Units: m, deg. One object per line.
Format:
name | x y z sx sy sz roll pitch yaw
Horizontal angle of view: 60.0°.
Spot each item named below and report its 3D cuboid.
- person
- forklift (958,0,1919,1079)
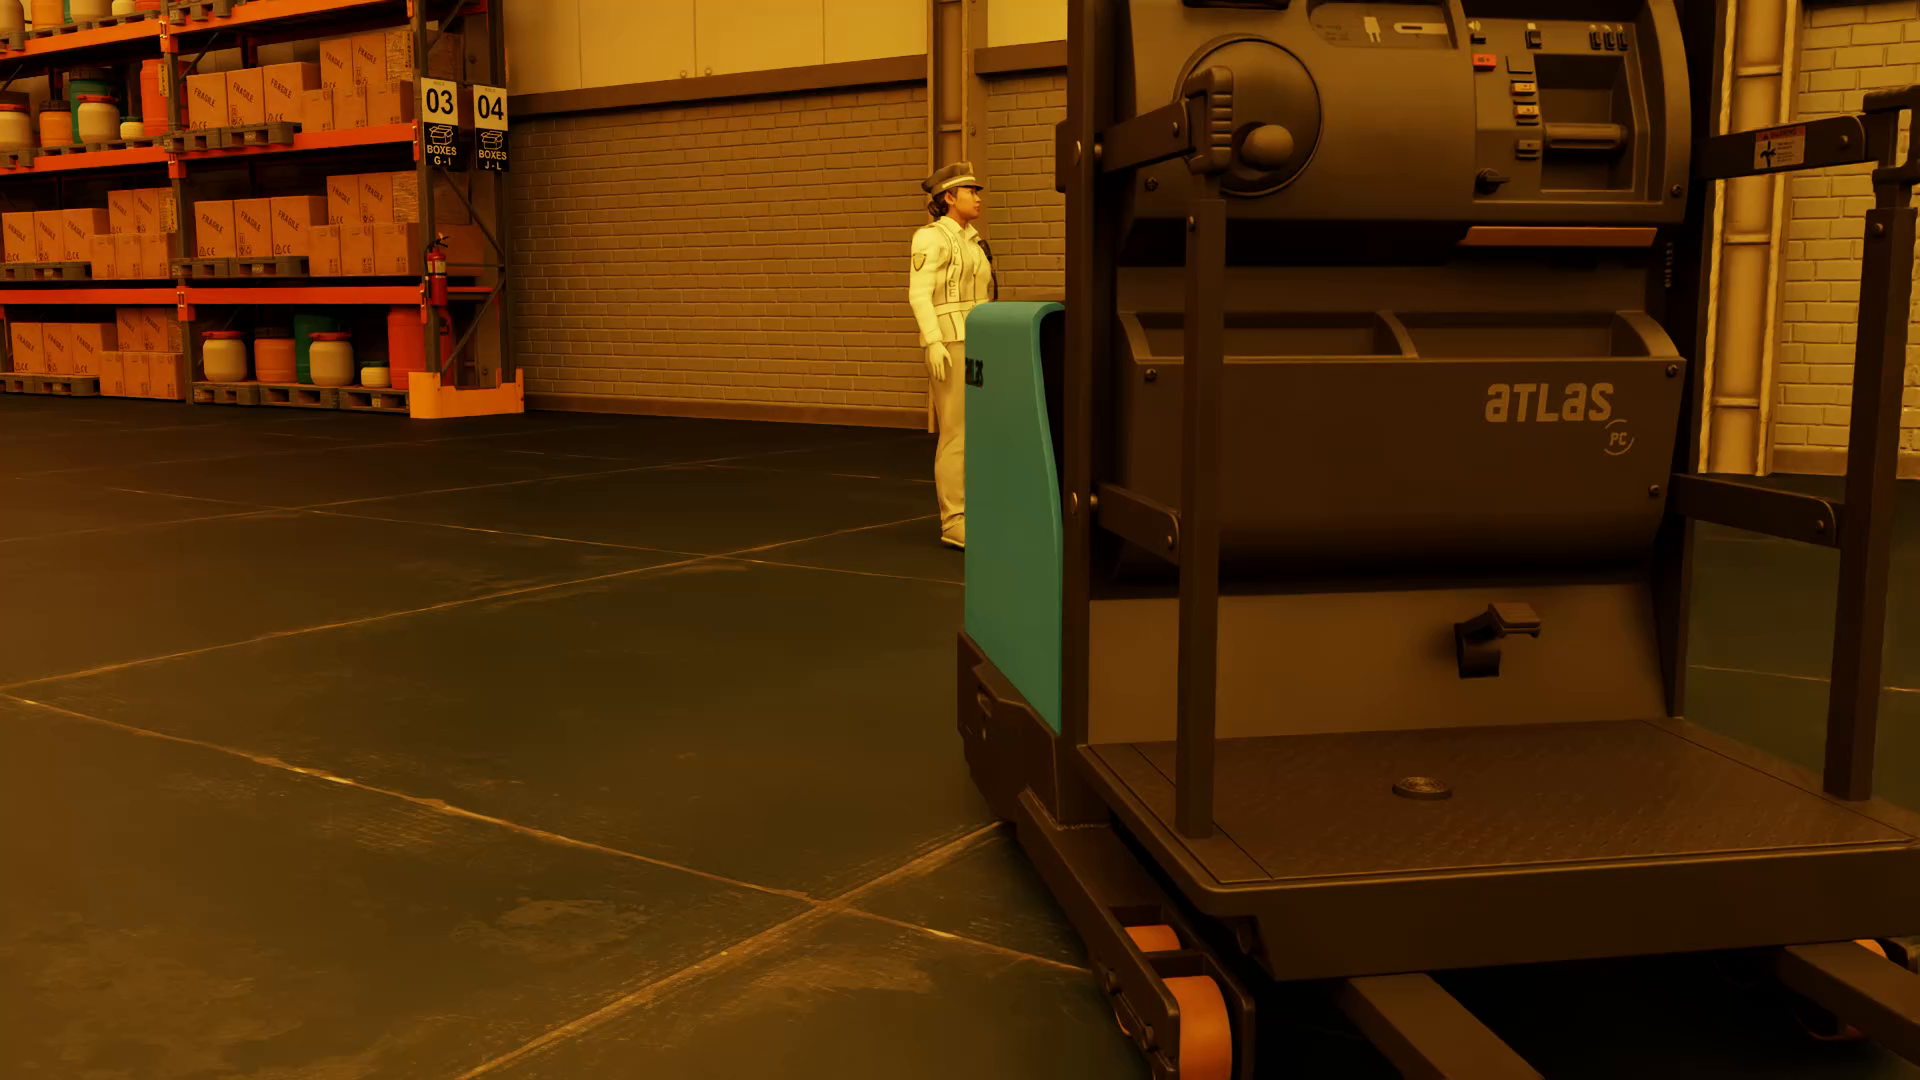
person | 0.053 -0.840 7.440 0.531 1.695 0.588 5 10 34
forklift | 0.756 -0.746 2.438 1.130 2.935 3.031 -1 8 -10
